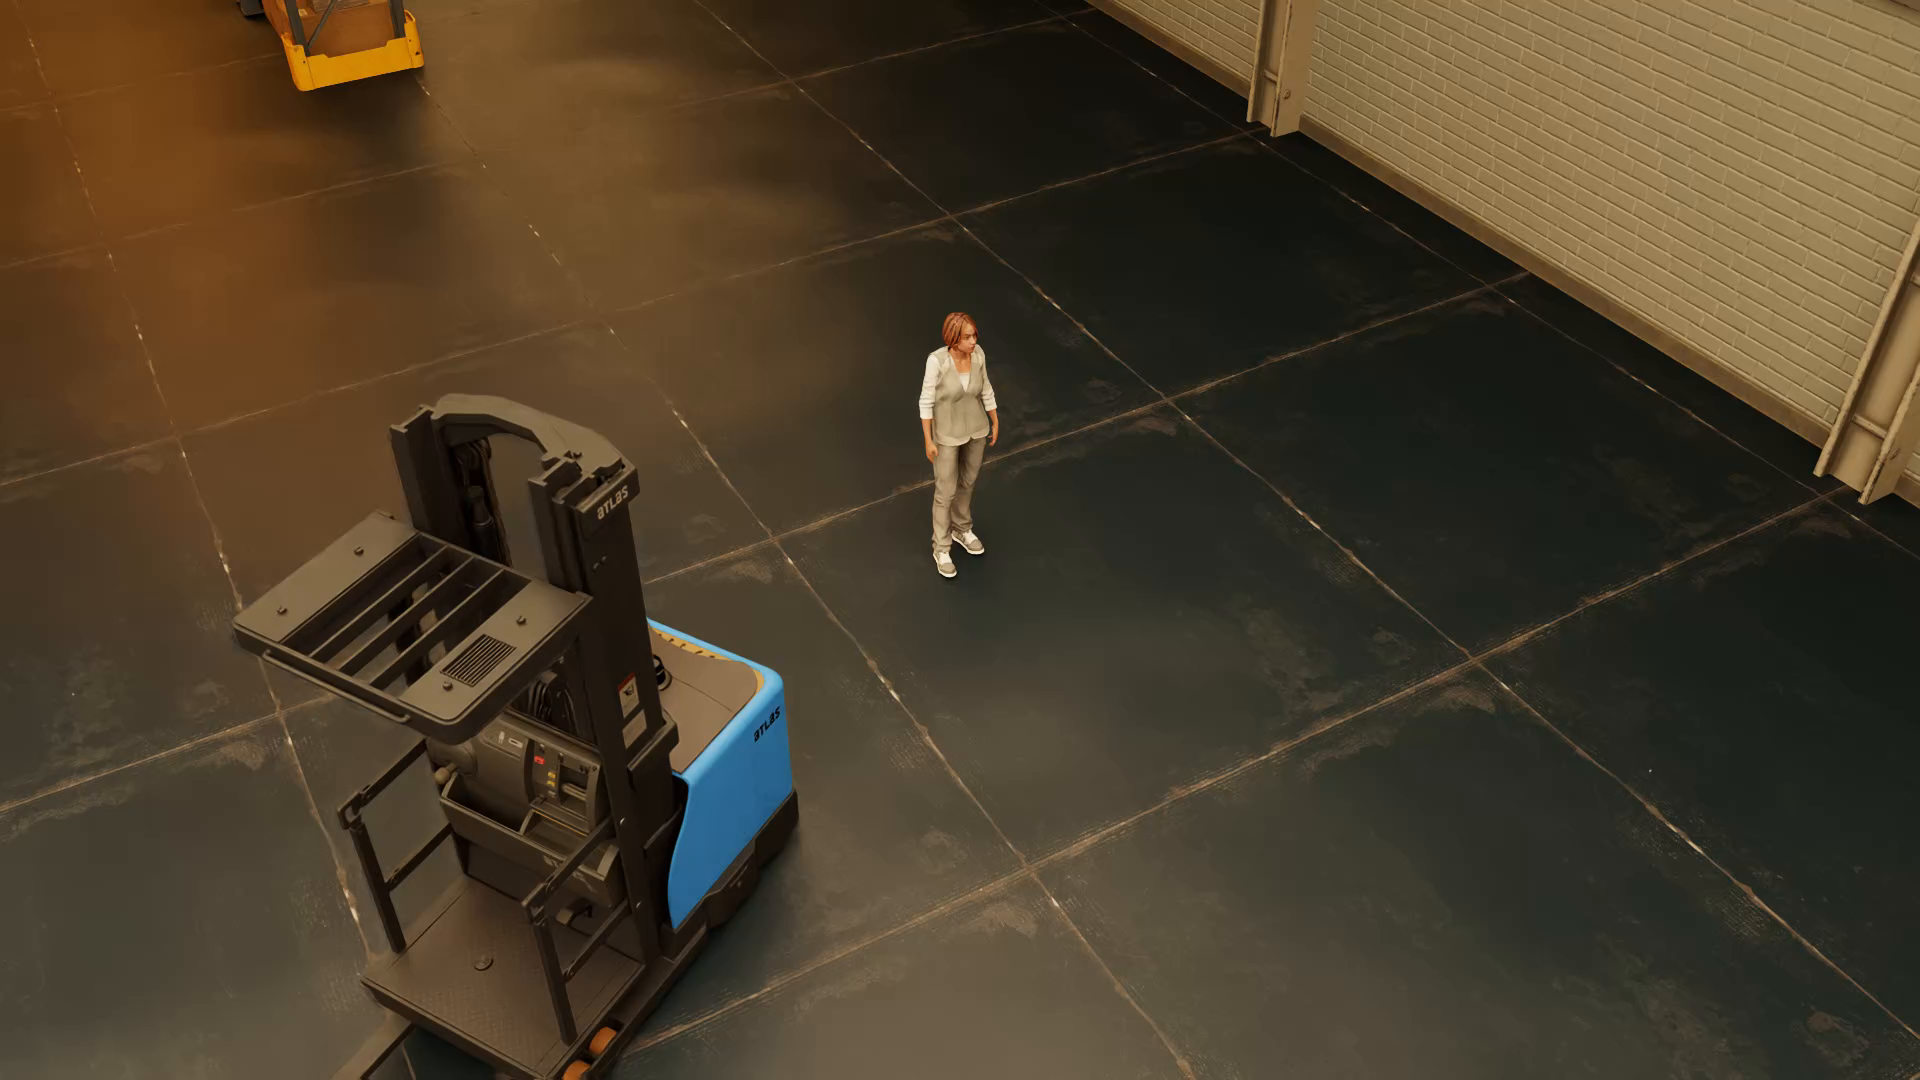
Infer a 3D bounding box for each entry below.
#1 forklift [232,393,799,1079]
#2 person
[{"bbox_3d":[-1.982,1.004,6.826,1.130,2.935,3.031,20,44,22],"label":"forklift"},{"bbox_3d":[0.025,-0.575,9.762,0.520,1.599,0.473,-20,44,-23],"label":"person"}]
